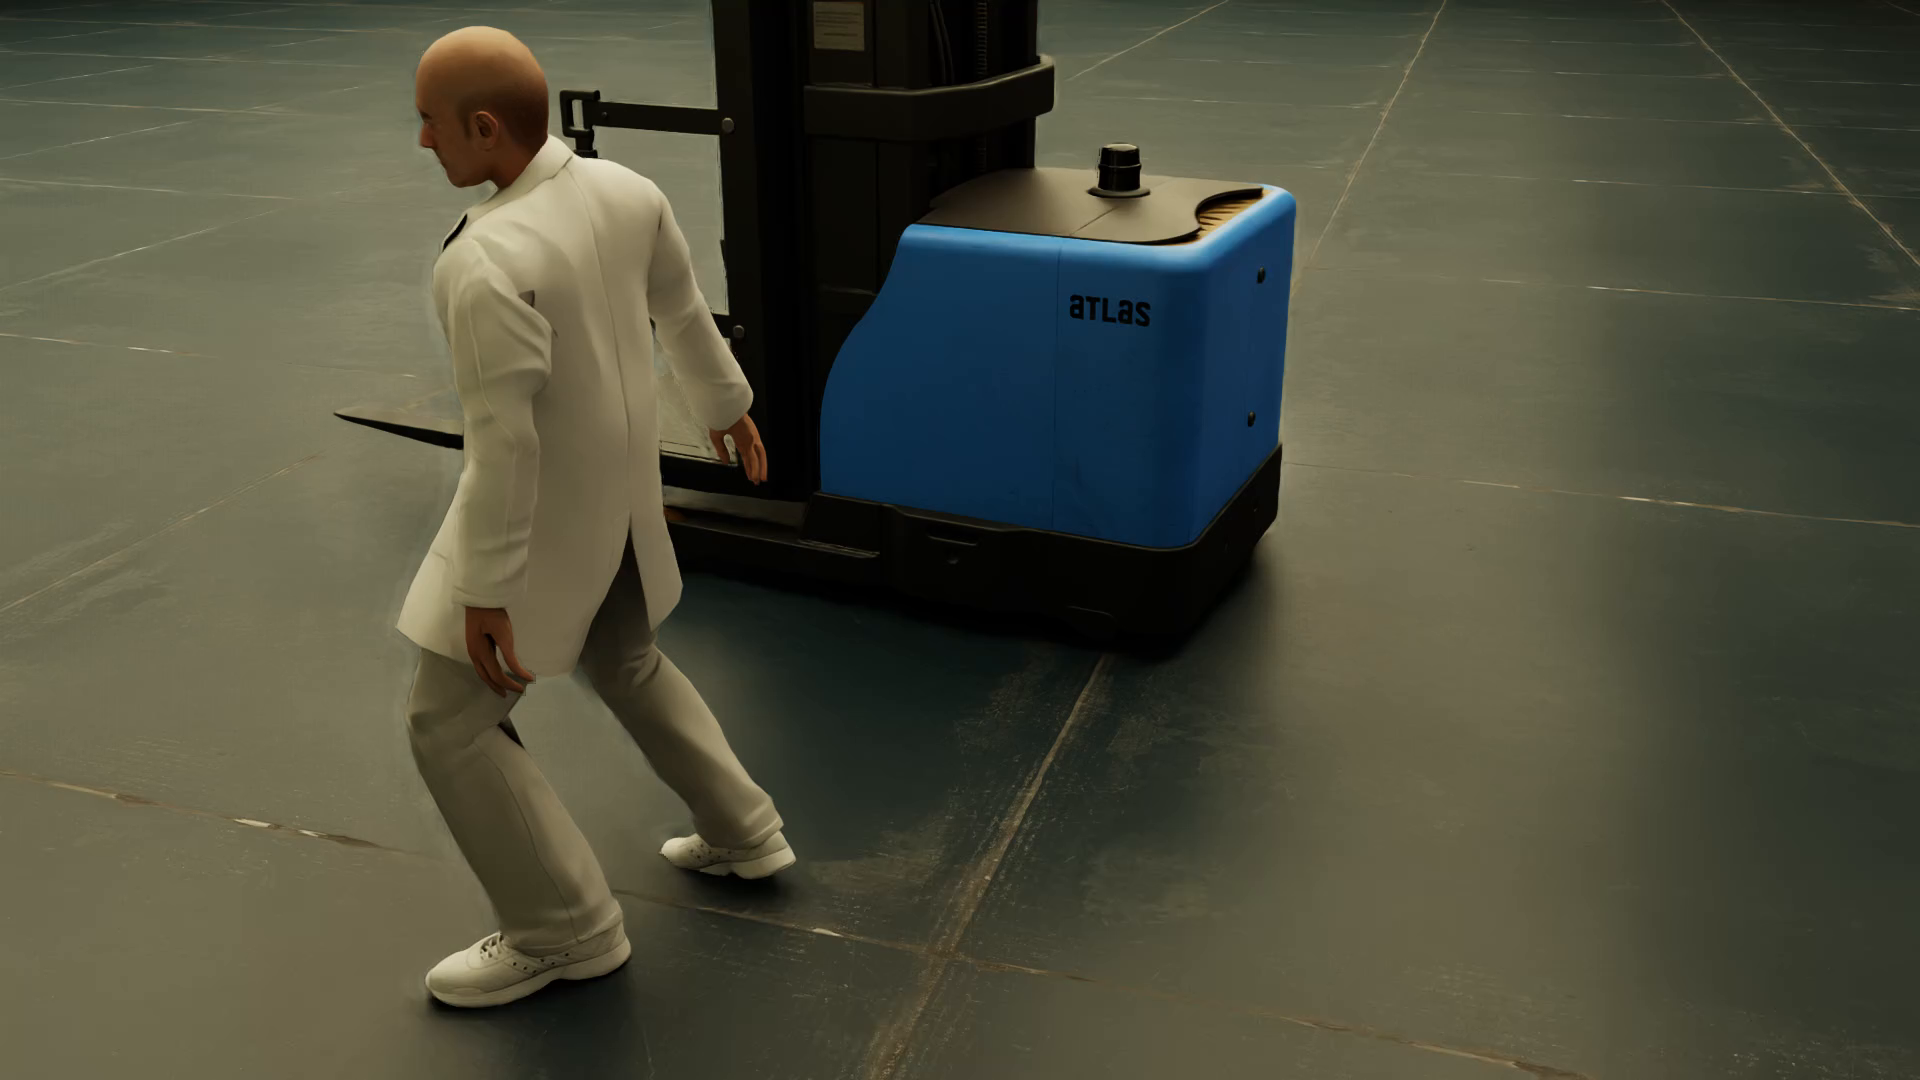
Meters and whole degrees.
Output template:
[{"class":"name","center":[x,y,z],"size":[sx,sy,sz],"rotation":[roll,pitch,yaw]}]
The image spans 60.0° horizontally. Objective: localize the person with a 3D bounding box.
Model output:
[{"class":"person","center":[-0.653,-0.046,3.073],"size":[0.586,1.750,0.924],"rotation":[9,24,21]}]

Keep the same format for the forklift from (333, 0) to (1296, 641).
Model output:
[{"class":"forklift","center":[-0.586,-1.449,4.790],"size":[3.031,2.935,1.130],"rotation":[10,24,23]}]
